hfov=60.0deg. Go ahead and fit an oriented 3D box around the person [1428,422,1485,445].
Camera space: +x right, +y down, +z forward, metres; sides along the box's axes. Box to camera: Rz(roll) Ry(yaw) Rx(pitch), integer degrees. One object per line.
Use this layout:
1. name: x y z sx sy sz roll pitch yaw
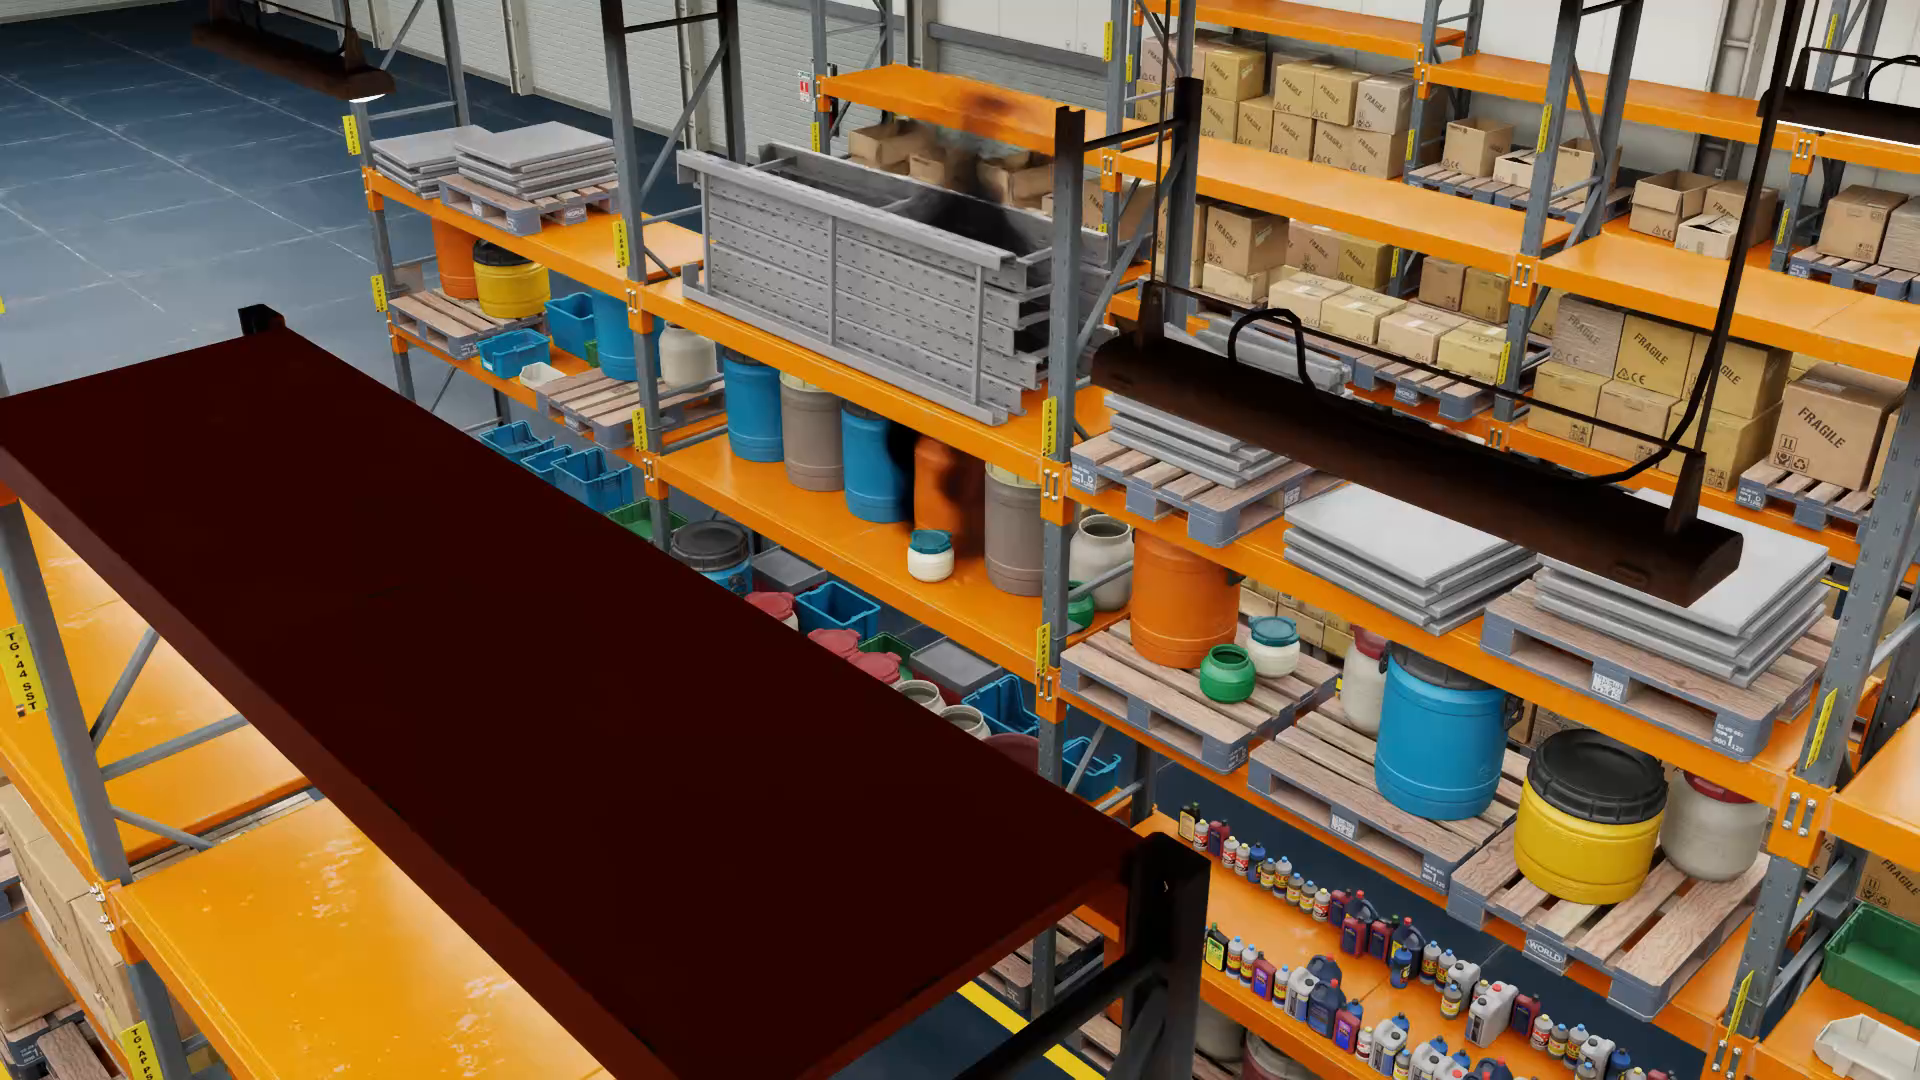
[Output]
1. person: 5.177 -0.867 16.745 1.054 1.732 0.706 18 33 31
